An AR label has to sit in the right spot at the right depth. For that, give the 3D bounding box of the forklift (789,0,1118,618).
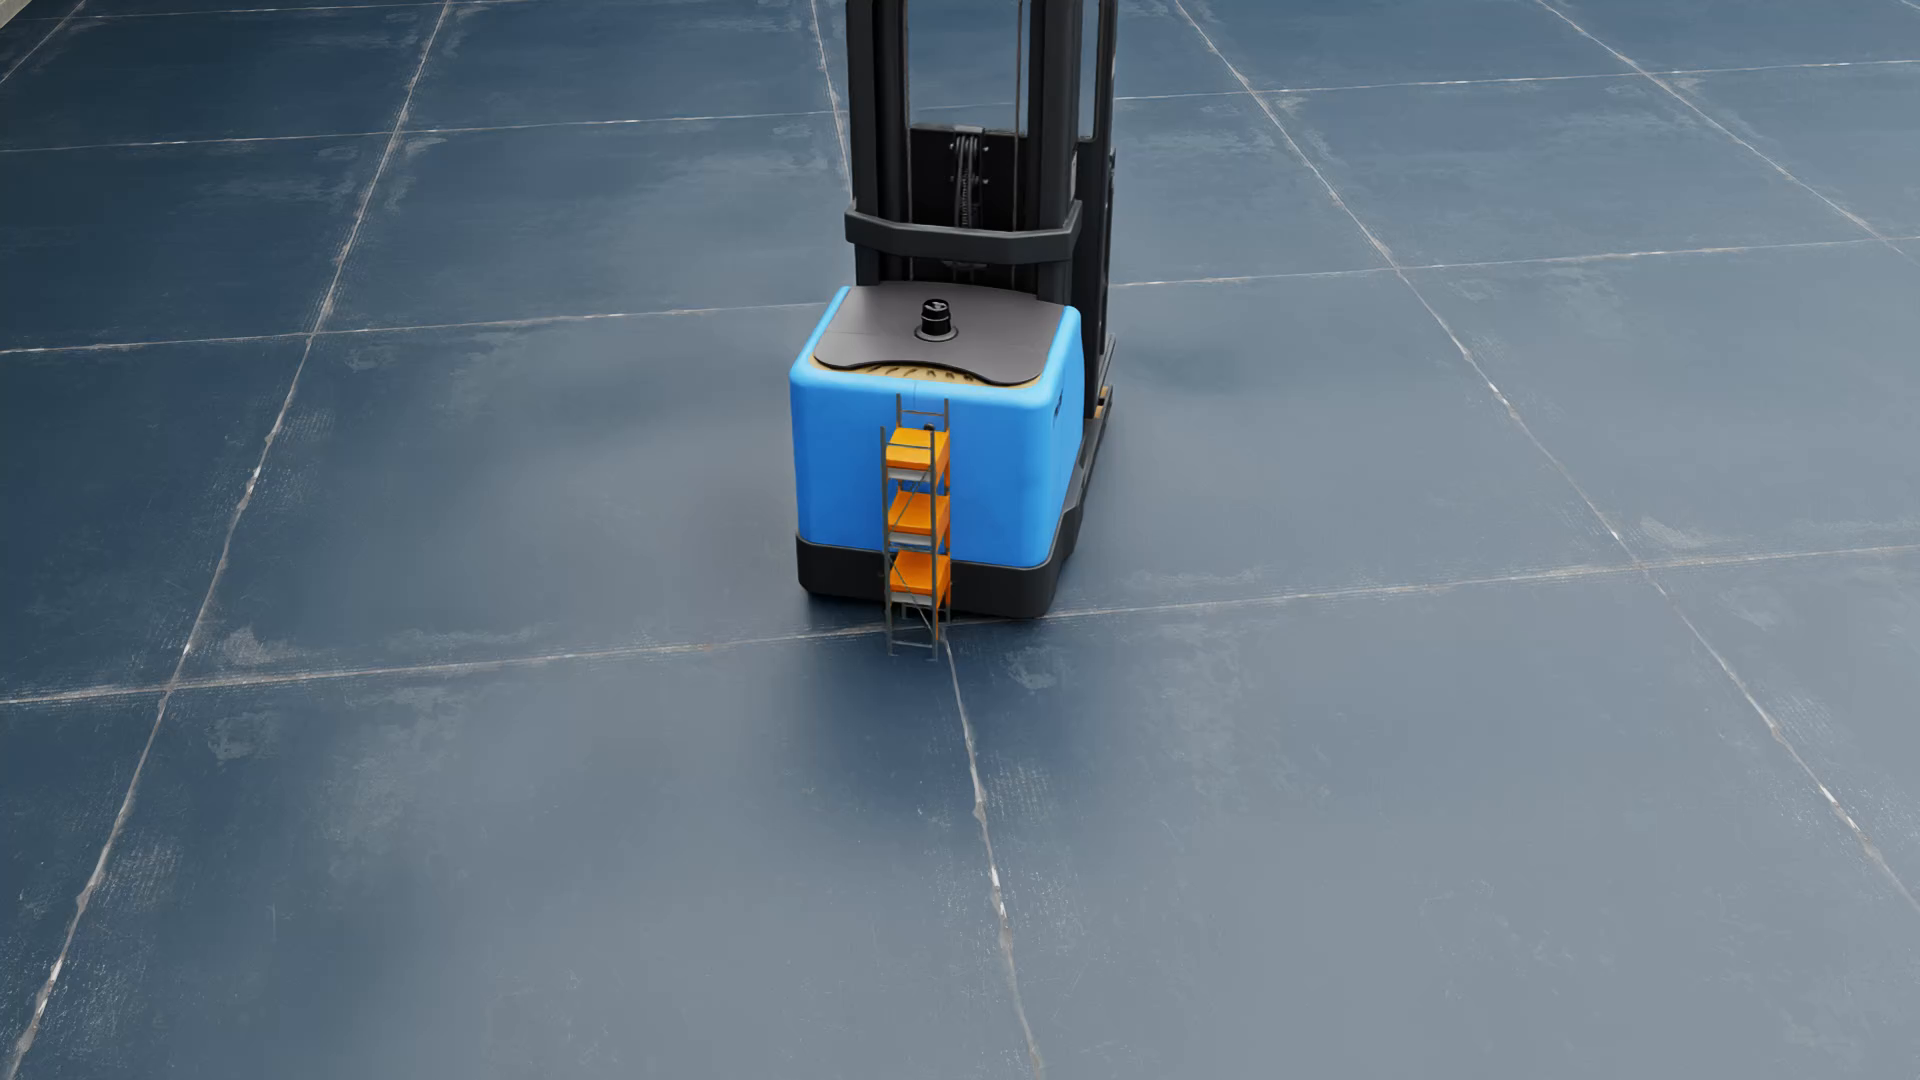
[{"bbox_3d":[0.133,-1.721,7.173,1.130,2.935,3.031,7,35,10],"label":"forklift"}]

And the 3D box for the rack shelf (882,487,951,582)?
[{"bbox_3d":[-0.163,-0.024,6.371,0.215,0.259,0.240,7,35,10],"label":"rack shelf"}]

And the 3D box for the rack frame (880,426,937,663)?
[{"bbox_3d":[-0.188,0.035,6.266,0.200,1.050,0.008,7,35,10],"label":"rack frame"}]

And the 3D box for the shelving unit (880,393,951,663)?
[{"bbox_3d":[-0.163,-0.032,6.365,0.215,1.050,0.252,7,35,10],"label":"shelving unit"}]

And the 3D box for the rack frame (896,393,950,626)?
[{"bbox_3d":[-0.139,-0.100,6.464,0.200,1.050,0.008,7,35,10],"label":"rack frame"}]

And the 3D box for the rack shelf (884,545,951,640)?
[{"bbox_3d":[-0.163,0.206,6.528,0.215,0.259,0.240,7,35,10],"label":"rack shelf"}]

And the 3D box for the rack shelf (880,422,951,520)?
[{"bbox_3d":[-0.163,-0.258,6.211,0.215,0.259,0.240,7,35,10],"label":"rack shelf"}]
